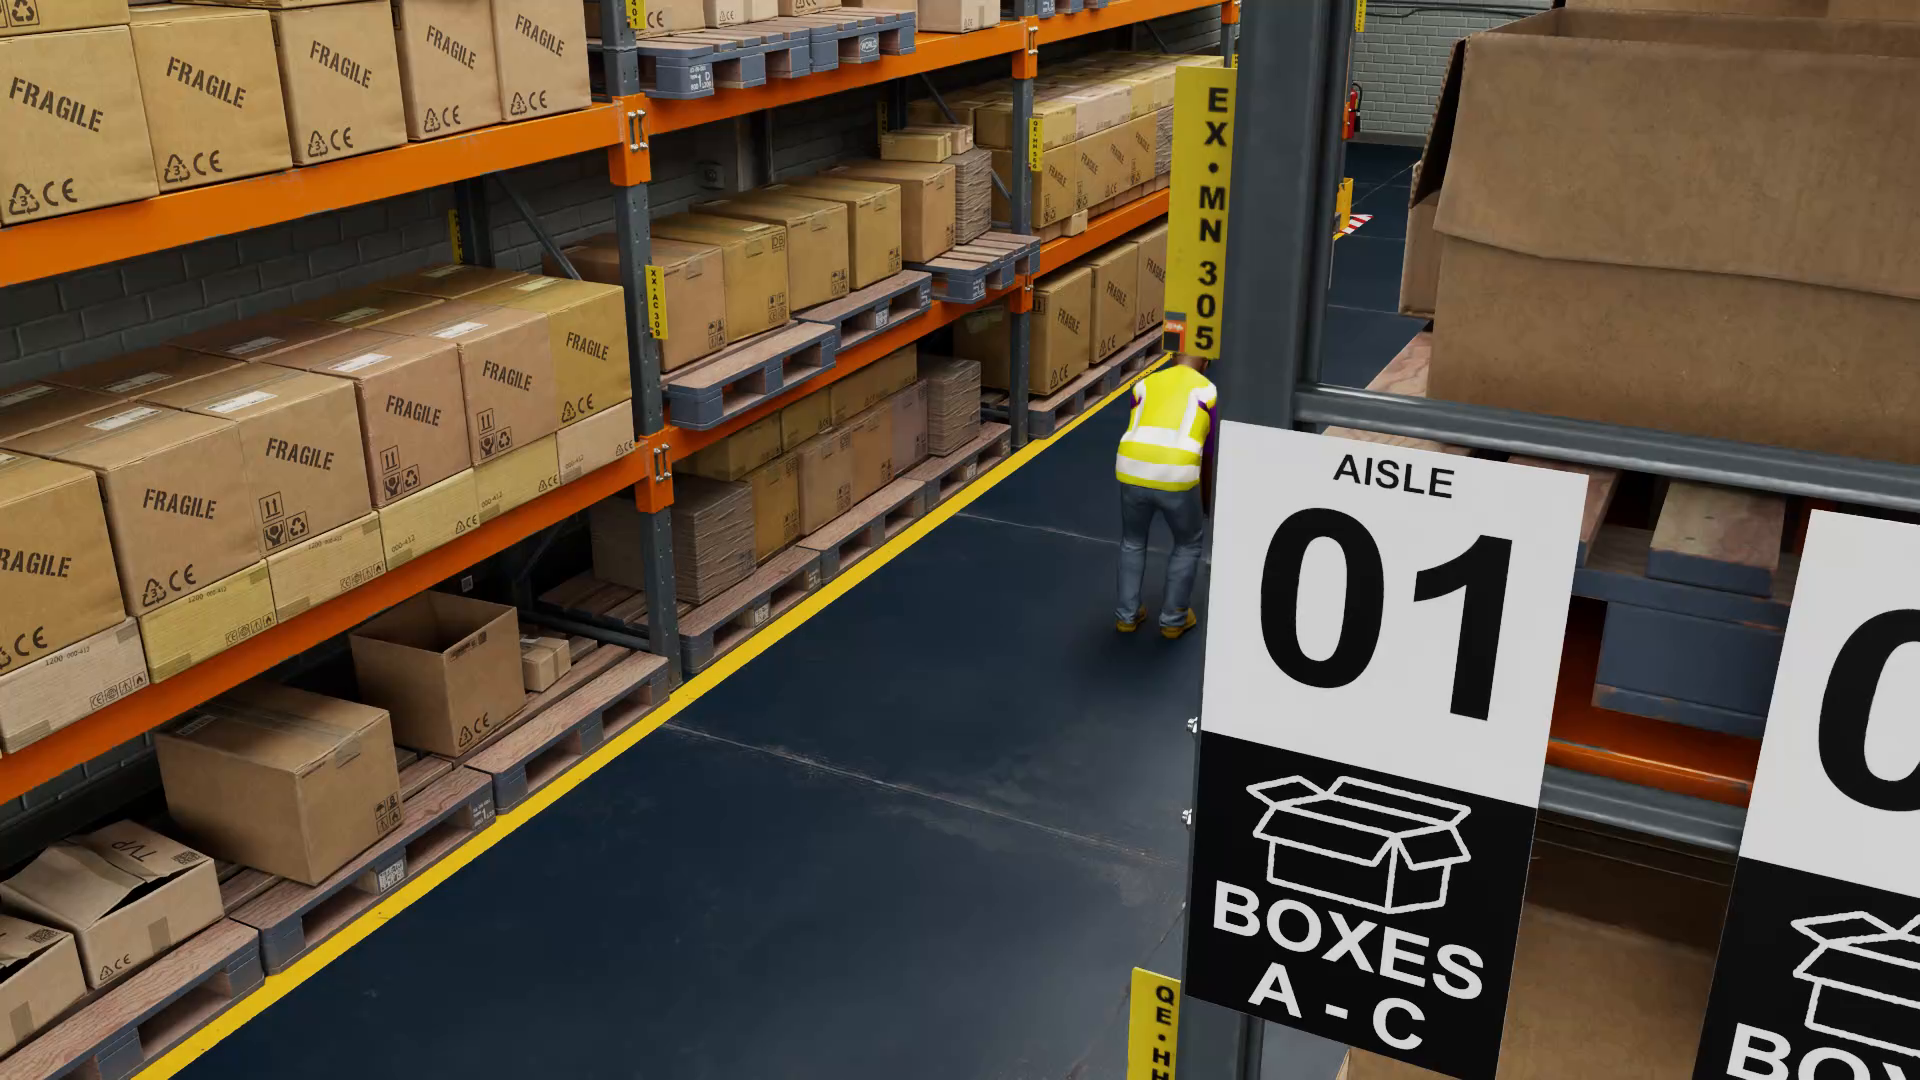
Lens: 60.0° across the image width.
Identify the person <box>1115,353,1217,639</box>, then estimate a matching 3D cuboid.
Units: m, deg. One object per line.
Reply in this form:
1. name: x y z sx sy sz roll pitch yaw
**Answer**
1. person: 1.086 -0.293 8.612 0.488 1.497 0.832 10 25 23
